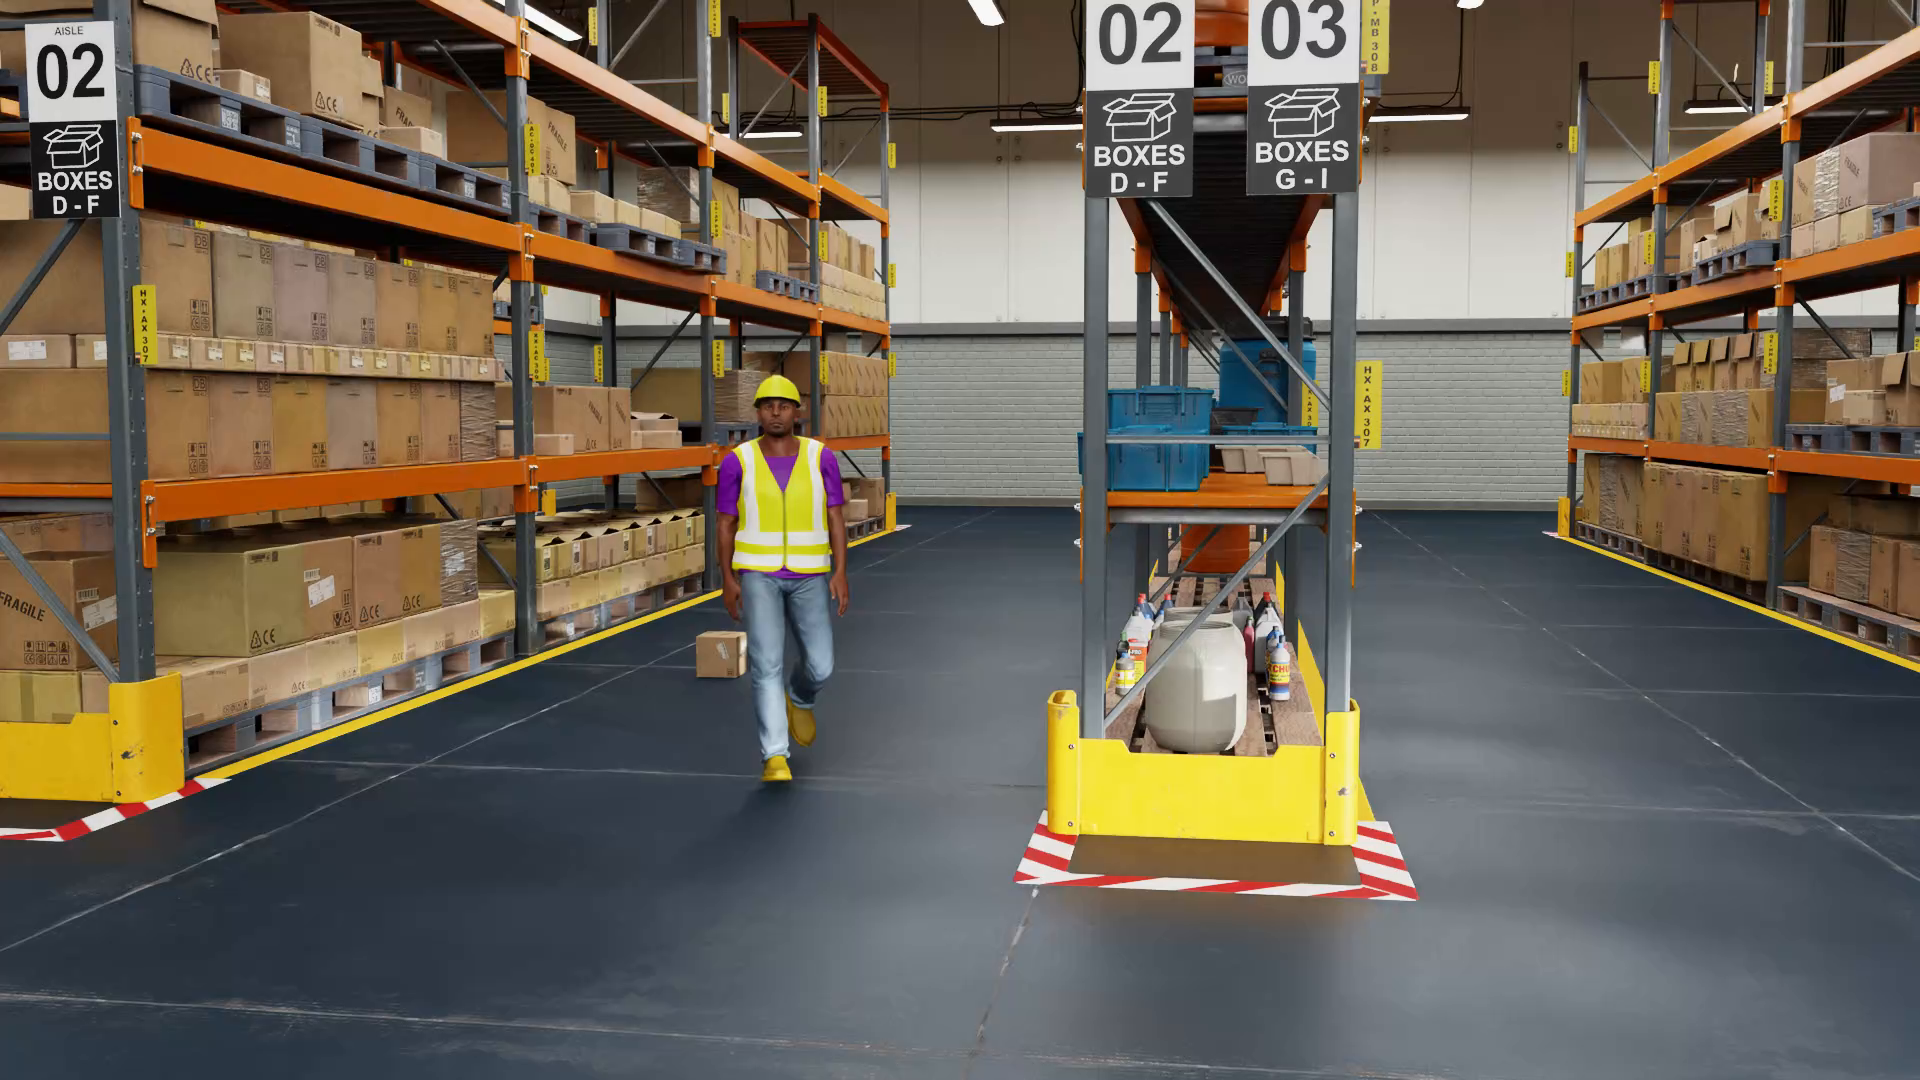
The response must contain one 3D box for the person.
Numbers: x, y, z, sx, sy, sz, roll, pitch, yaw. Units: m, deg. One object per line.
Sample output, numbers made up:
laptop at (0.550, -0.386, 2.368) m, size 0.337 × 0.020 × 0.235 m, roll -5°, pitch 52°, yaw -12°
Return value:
person at (-0.781, 0.150, 7.336) m, size 0.575 × 1.749 × 0.759 m, roll -1°, pitch 5°, yaw -12°
